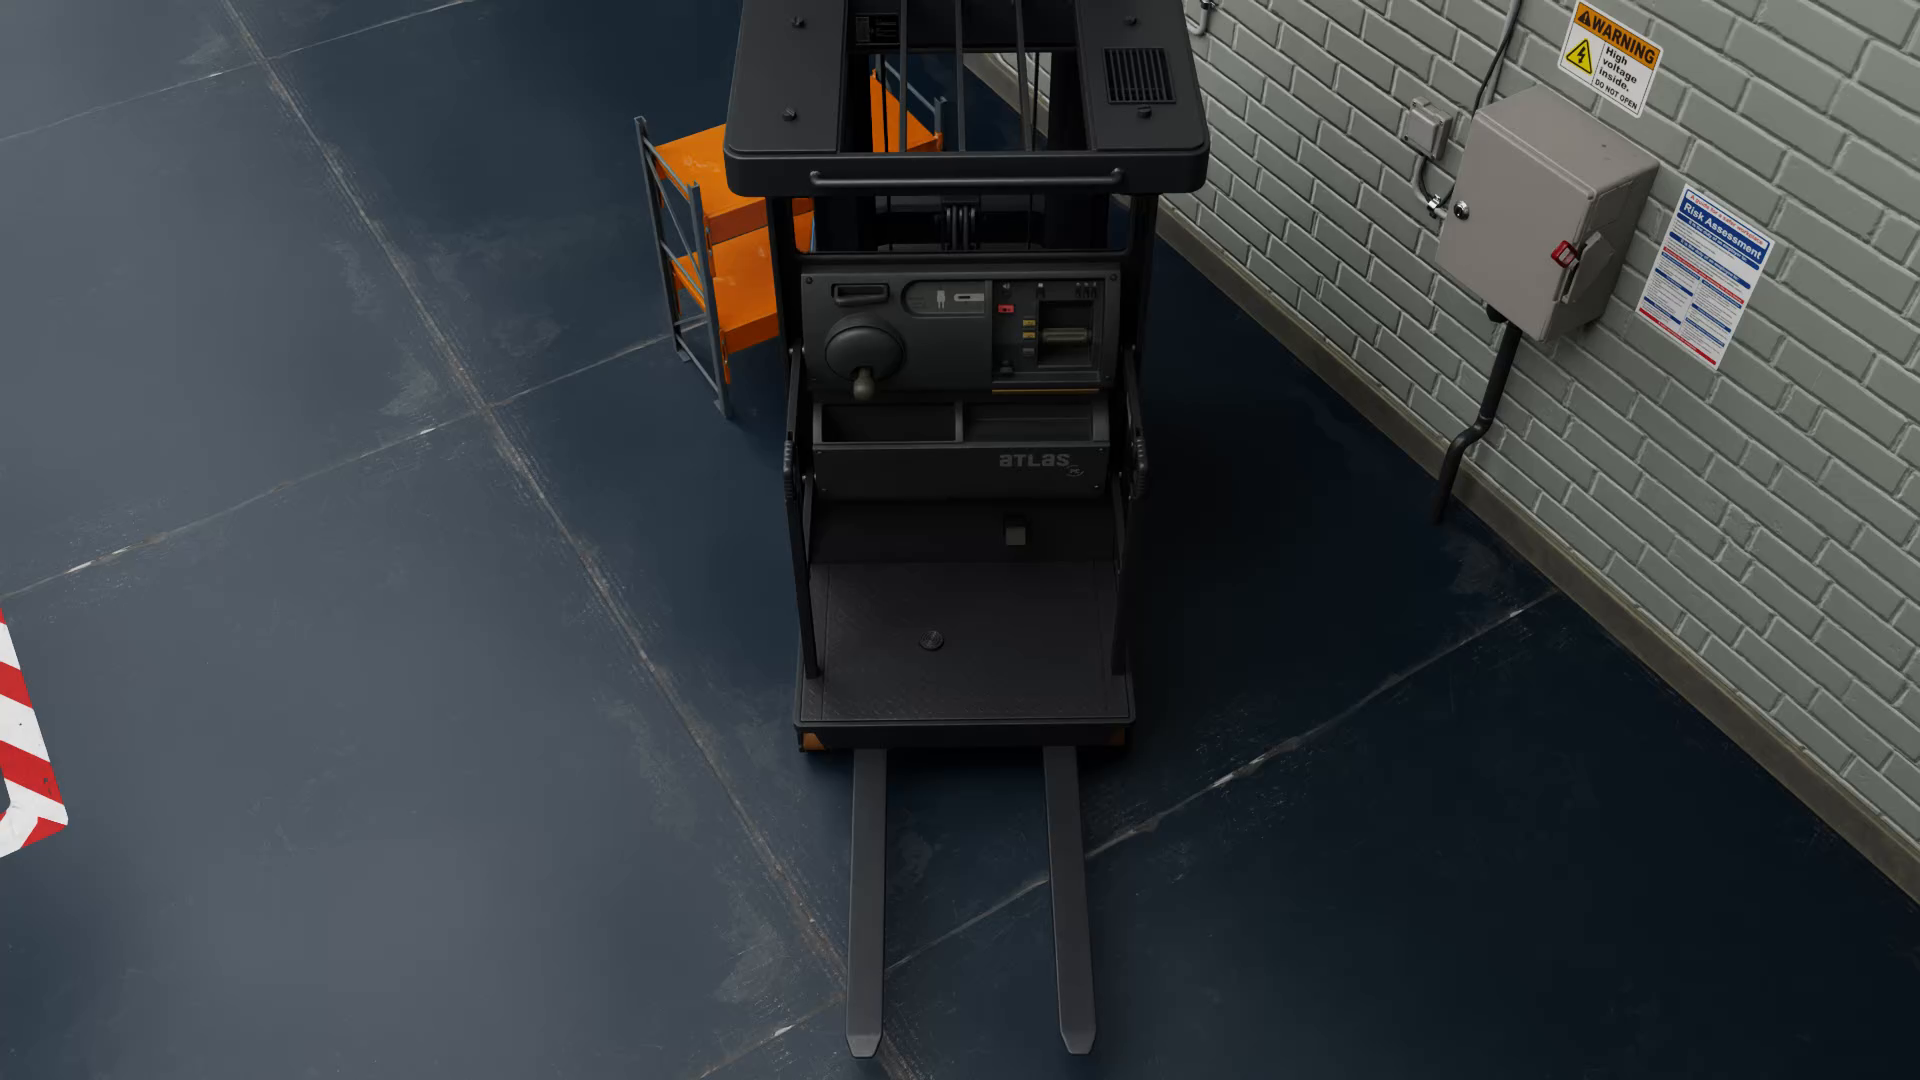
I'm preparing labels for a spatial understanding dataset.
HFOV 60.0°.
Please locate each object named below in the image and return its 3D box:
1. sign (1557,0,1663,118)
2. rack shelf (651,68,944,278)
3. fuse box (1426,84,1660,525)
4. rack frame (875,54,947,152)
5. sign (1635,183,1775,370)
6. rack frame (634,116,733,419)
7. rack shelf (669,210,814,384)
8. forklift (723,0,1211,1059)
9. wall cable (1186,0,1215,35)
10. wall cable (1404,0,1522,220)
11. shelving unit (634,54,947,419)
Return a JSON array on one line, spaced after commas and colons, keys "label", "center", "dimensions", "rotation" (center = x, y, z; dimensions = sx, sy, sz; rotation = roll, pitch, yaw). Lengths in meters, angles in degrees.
[{"label": "sign", "center": [1.939, -1.441, 4.972], "dimensions": [0.001, 0.242, 0.339], "rotation": [-25, 53, -21]}, {"label": "rack shelf", "center": [-0.625, -1.419, 6.369], "dimensions": [1.000, 0.278, 0.538], "rotation": [-24, 53, -20]}, {"label": "fuse box", "center": [1.793, -0.620, 5.657], "dimensions": [0.414, 1.711, 0.539], "rotation": [-25, 53, -21]}, {"label": "rack frame", "center": [-0.190, -1.422, 6.763], "dimensions": [0.032, 1.125, 0.500], "rotation": [-24, 53, -20]}, {"label": "sign", "center": [2.232, -0.788, 5.007], "dimensions": [0.001, 0.494, 0.329], "rotation": [-25, 53, -21]}, {"label": "rack frame", "center": [-1.059, -1.028, 6.412], "dimensions": [0.032, 1.125, 0.500], "rotation": [-24, 53, -20]}, {"label": "rack shelf", "center": [-0.625, -1.062, 6.770], "dimensions": [1.000, 0.278, 0.538], "rotation": [-24, 53, -20]}, {"label": "forklift", "center": [0.010, -0.510, 4.741], "dimensions": [1.130, 2.935, 3.031], "rotation": [-1, 48, -1]}, {"label": "wall cable", "center": [0.796, -2.782, 6.018], "dimensions": [0.123, 1.953, 0.585], "rotation": [-25, 53, -21]}, {"label": "wall cable", "center": [1.562, -1.881, 5.236], "dimensions": [0.122, 1.984, 0.588], "rotation": [-25, 53, -21]}, {"label": "shelving unit", "center": [-0.625, -1.225, 6.587], "dimensions": [1.048, 1.125, 0.538], "rotation": [-24, 53, -20]}]
